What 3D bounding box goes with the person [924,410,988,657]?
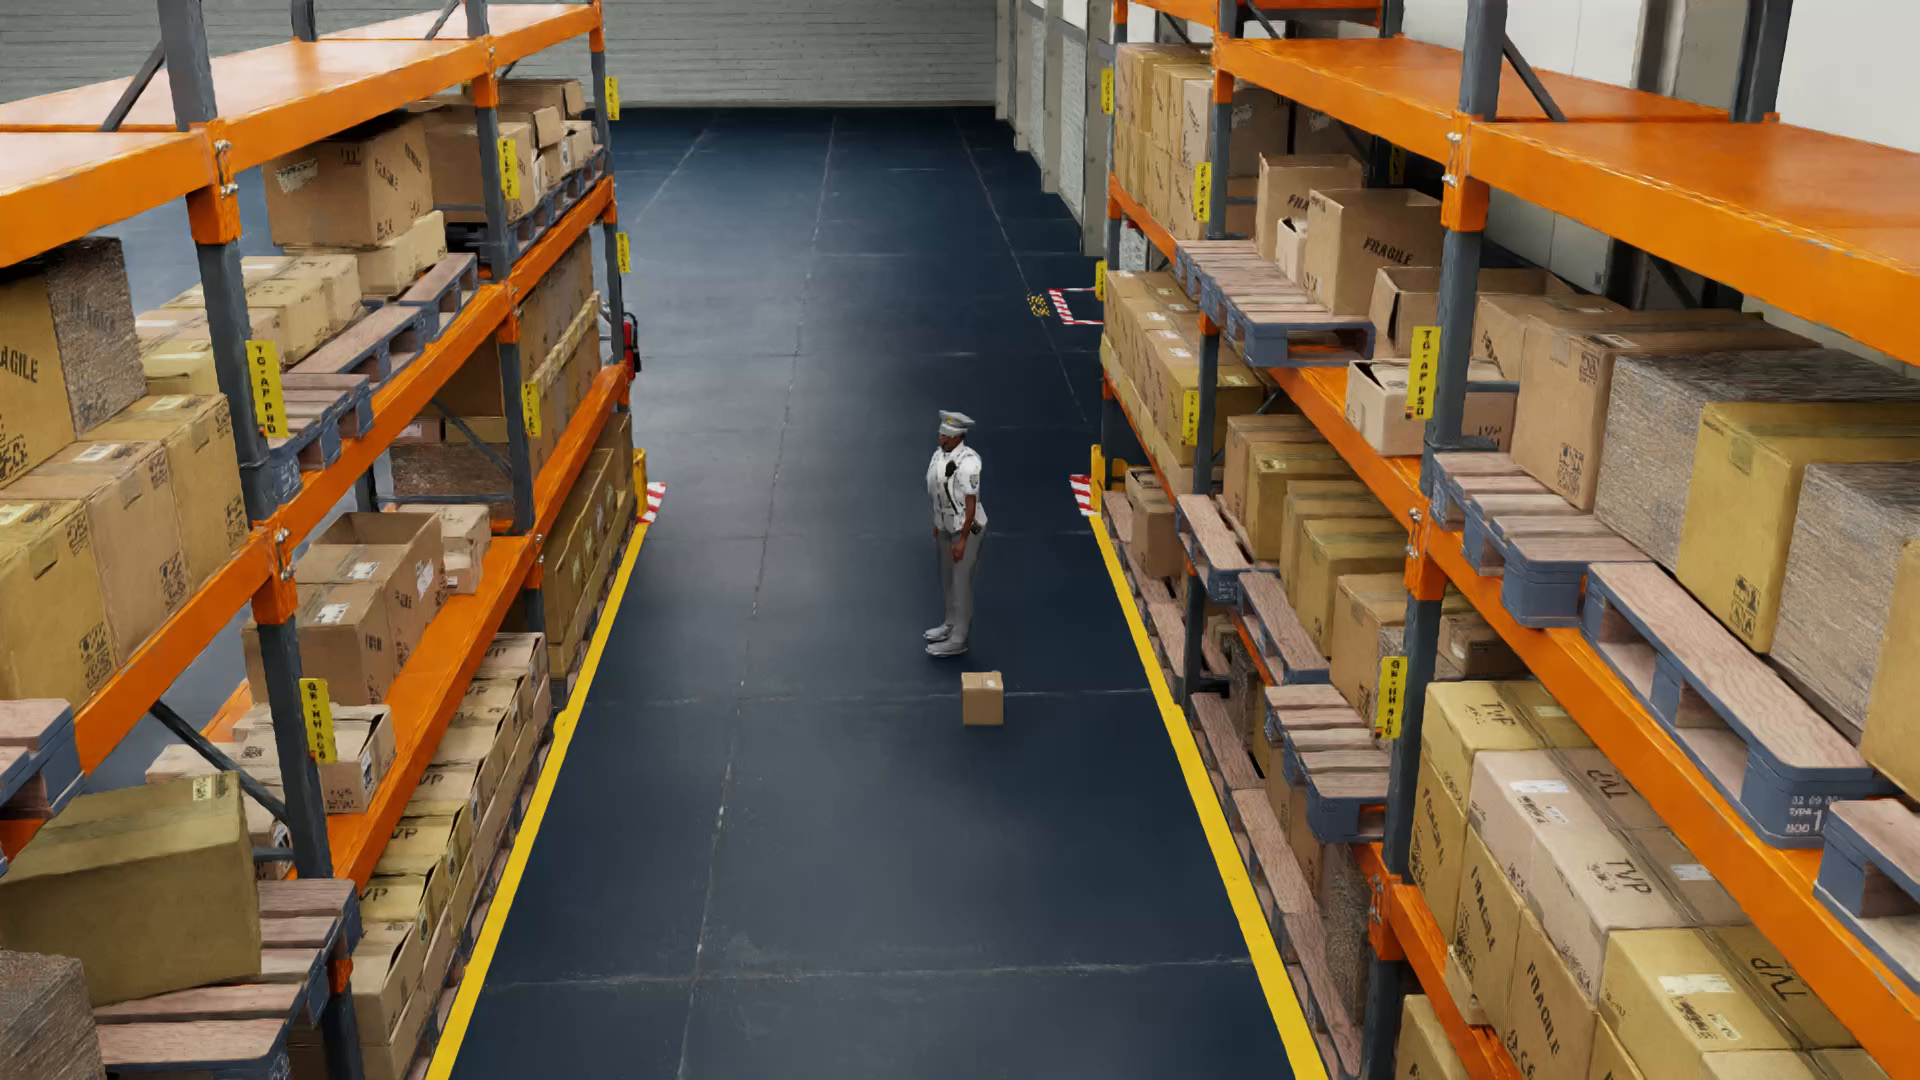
[{"bbox_3d":[-0.091,-0.058,11.156,0.484,1.685,0.508,-14,25,-33],"label":"person"}]
